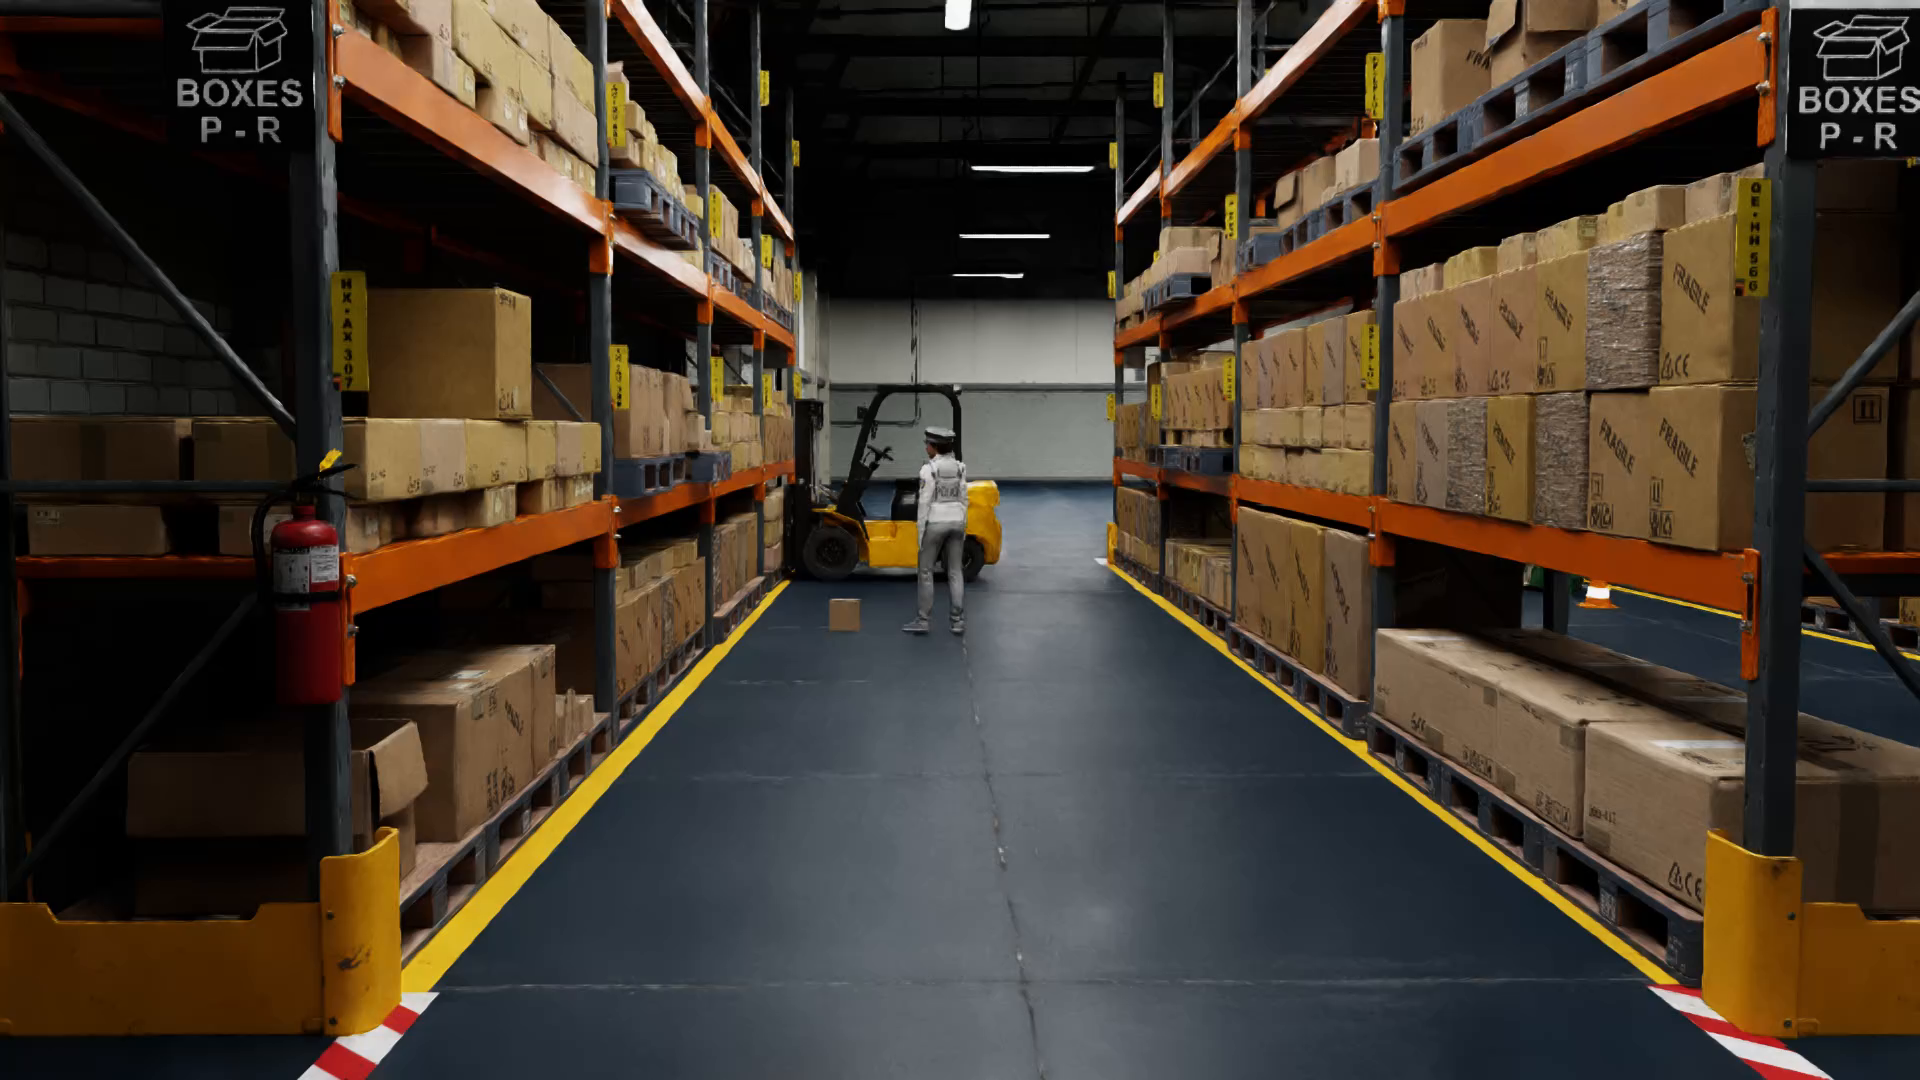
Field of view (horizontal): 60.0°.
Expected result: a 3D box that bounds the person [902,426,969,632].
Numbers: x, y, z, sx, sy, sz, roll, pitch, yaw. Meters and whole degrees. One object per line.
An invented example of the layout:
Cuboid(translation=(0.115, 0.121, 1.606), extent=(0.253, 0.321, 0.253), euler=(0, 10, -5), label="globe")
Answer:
Cuboid(translation=(-0.173, -0.089, 13.550), extent=(0.507, 1.678, 0.482), euler=(-2, 5, -32), label="person")
